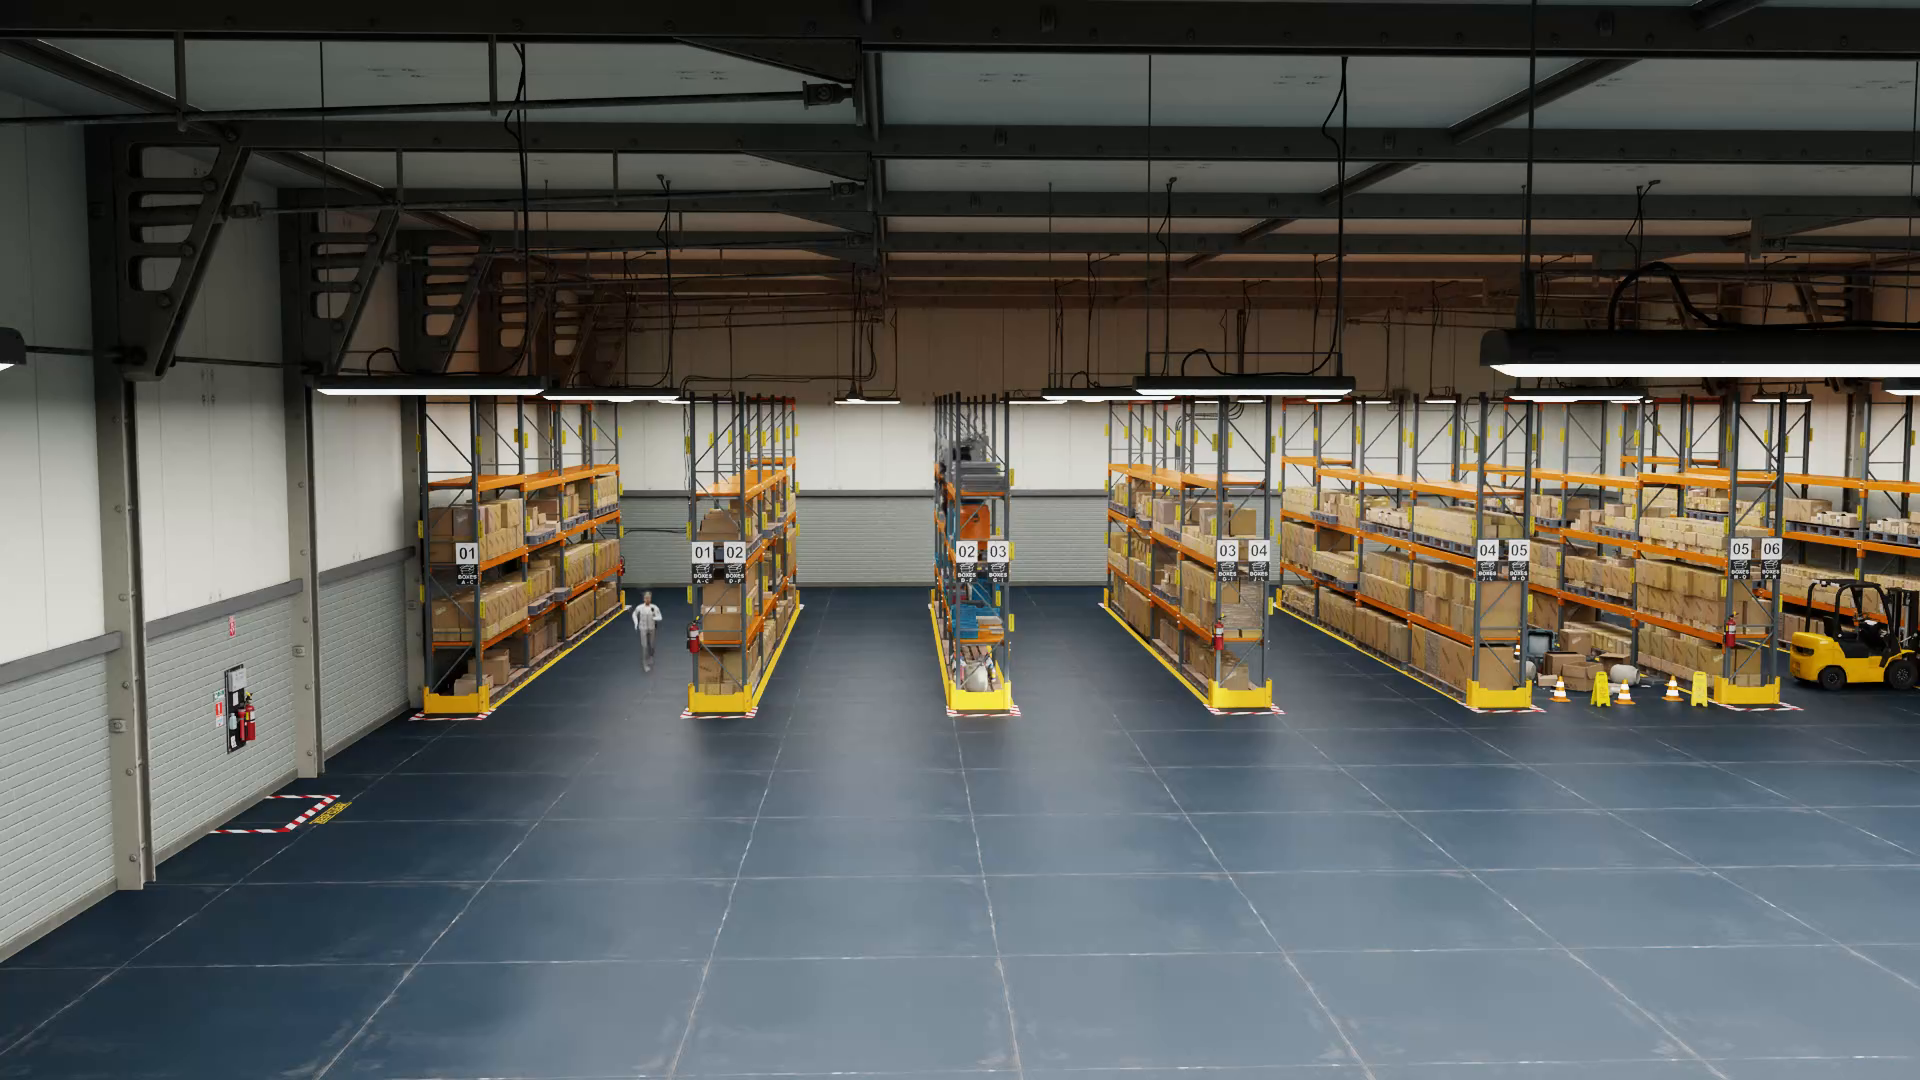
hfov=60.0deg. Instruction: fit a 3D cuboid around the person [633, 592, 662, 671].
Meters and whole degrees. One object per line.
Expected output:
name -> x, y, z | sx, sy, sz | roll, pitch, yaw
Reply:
person -> -6.791, 1.959, 36.175 | 0.611, 1.682, 0.914 | -1, 5, -14
